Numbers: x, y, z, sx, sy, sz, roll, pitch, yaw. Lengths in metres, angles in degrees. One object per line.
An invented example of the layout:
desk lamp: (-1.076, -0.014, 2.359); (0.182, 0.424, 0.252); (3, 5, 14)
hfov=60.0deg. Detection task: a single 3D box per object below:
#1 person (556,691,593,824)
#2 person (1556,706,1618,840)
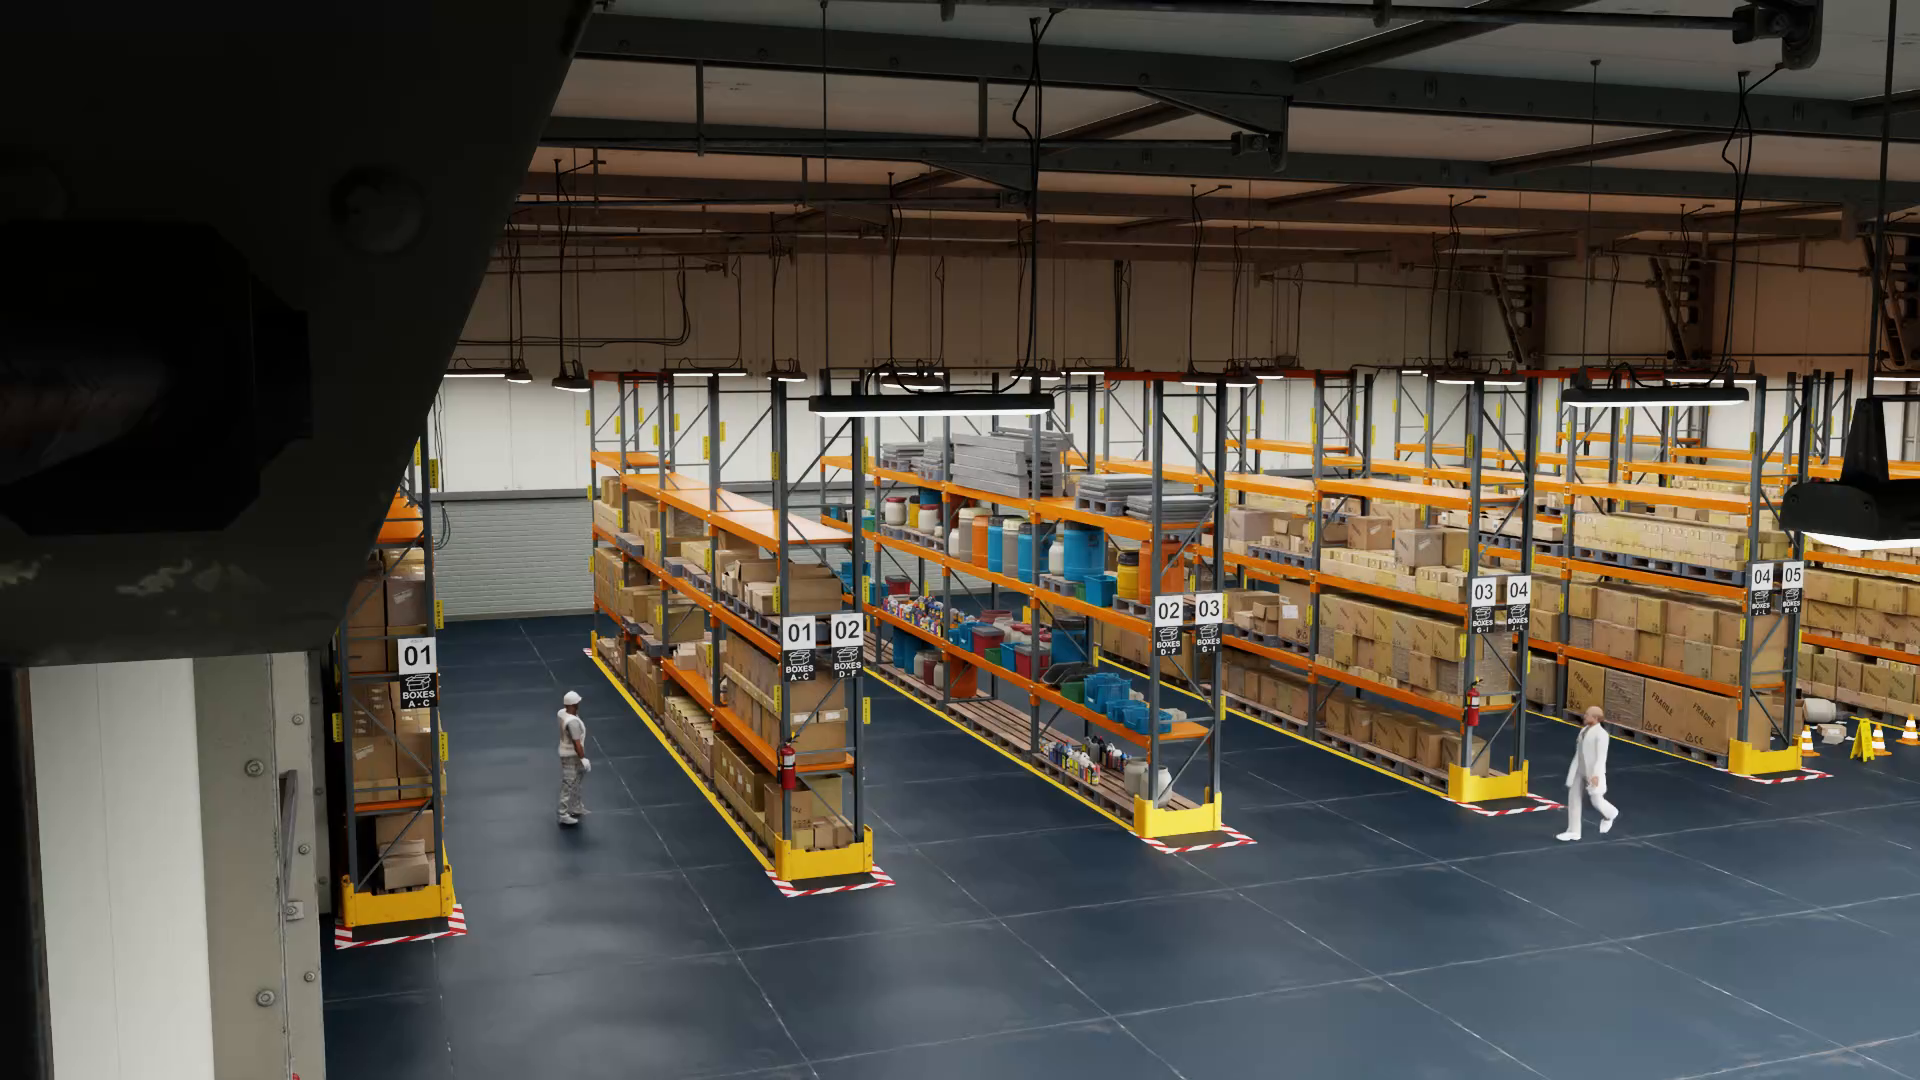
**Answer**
person: (-5.254, 2.943, 22.603); (0.489, 1.824, 0.663); (-2, 7, -14)
person: (8.254, 3.043, 21.746); (0.949, 1.741, 0.538); (-6, 9, -43)
